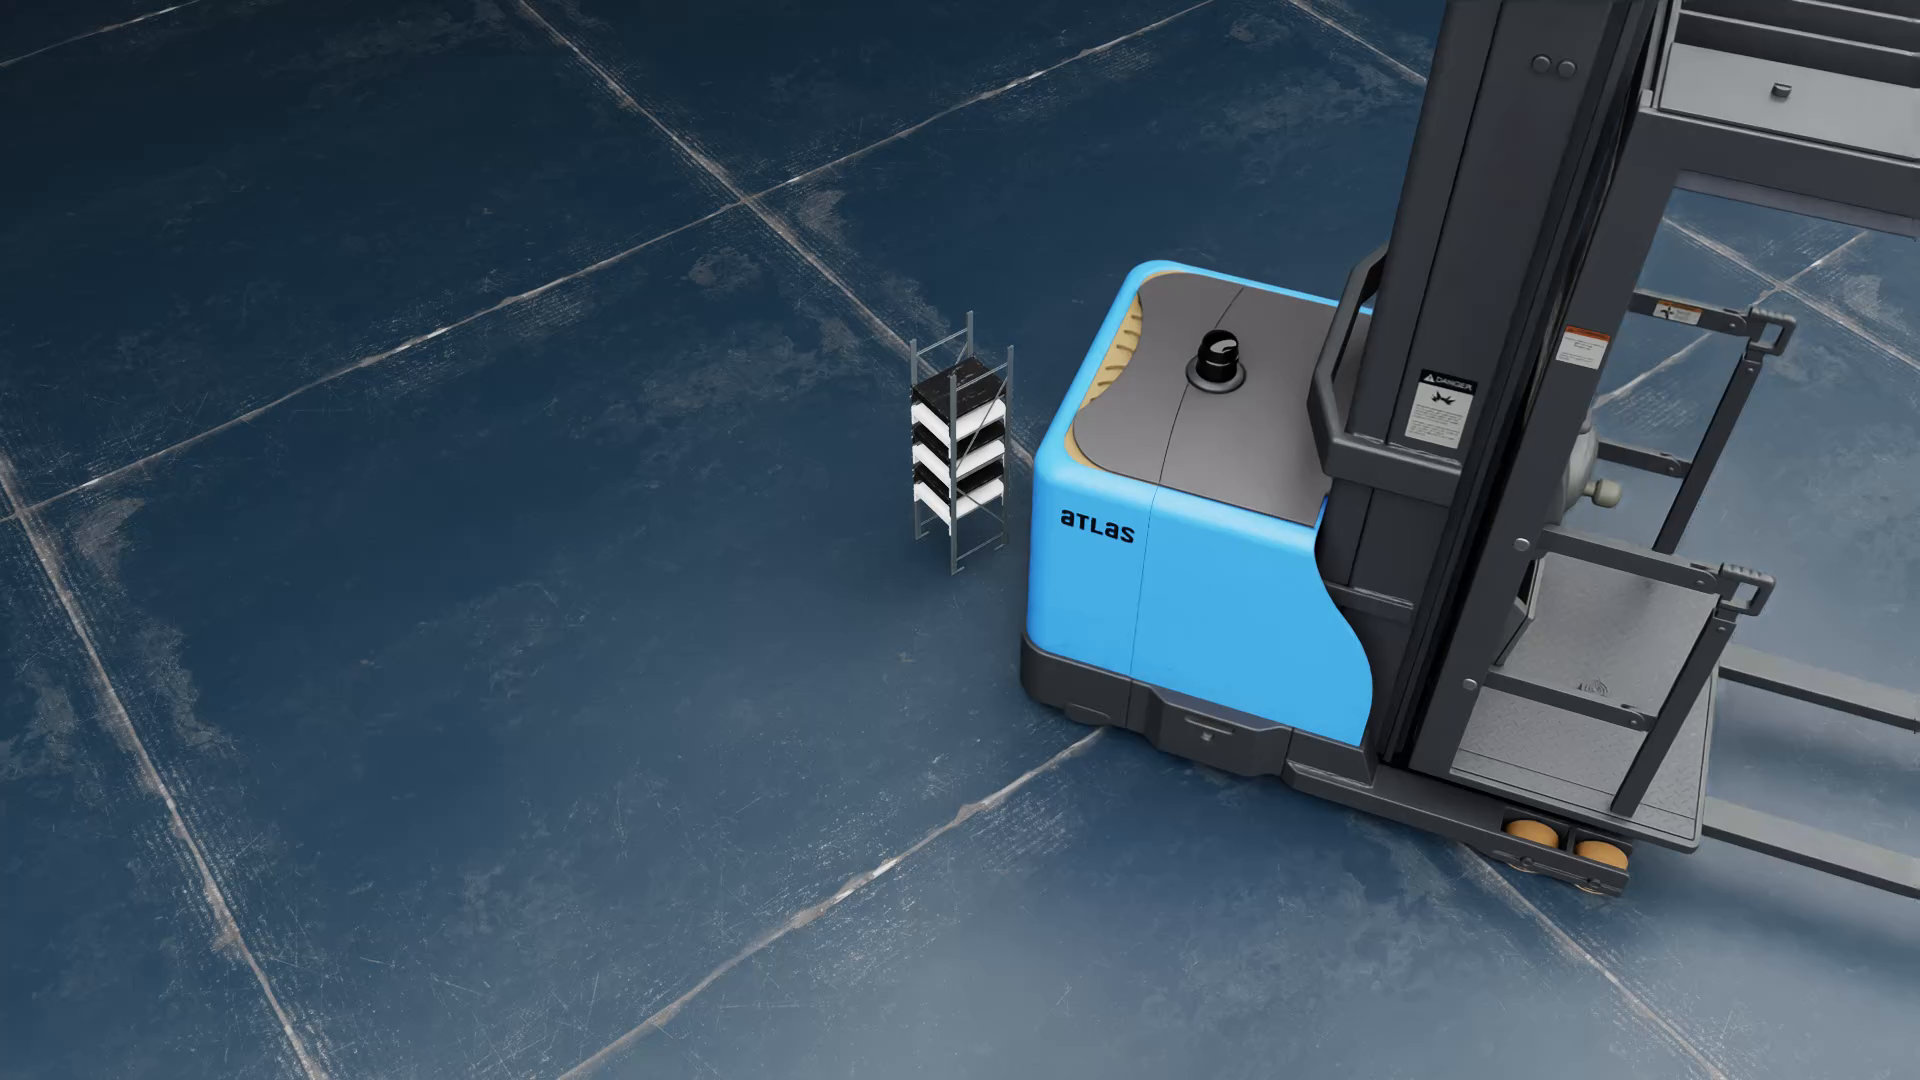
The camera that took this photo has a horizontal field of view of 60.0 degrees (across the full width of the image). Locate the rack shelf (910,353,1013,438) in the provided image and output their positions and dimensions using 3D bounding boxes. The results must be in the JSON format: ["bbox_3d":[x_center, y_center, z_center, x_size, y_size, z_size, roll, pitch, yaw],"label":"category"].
[{"bbox_3d":[0.005,-0.456,5.237,0.258,0.077,0.200,-29,54,-24],"label":"rack shelf"}]

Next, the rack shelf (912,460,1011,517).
[{"bbox_3d":[0.005,-0.215,5.504,0.258,0.077,0.200,-29,54,-24],"label":"rack shelf"}]

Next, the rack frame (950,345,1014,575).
[{"bbox_3d":[0.066,-0.237,5.358,0.240,0.900,0.006,-29,54,-24],"label":"rack frame"}]

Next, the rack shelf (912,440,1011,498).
[{"bbox_3d":[0.005,-0.275,5.437,0.258,0.077,0.200,-29,54,-24],"label":"rack shelf"}]

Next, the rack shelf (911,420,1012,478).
[{"bbox_3d":[0.005,-0.336,5.370,0.258,0.077,0.200,-29,54,-24],"label":"rack shelf"}]

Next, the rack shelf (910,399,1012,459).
[{"bbox_3d":[0.005,-0.396,5.304,0.258,0.077,0.200,-29,54,-24],"label":"rack shelf"}]

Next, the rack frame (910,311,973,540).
[{"bbox_3d":[-0.057,-0.357,5.467,0.240,0.900,0.006,-29,54,-24],"label":"rack frame"}]

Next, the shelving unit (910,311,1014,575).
[{"bbox_3d":[0.005,-0.297,5.412,0.258,0.900,0.210,-29,54,-24],"label":"shelving unit"}]

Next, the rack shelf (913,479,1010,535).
[{"bbox_3d":[0.005,-0.154,5.570,0.258,0.077,0.200,-29,54,-24],"label":"rack shelf"}]

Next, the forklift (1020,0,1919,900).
[{"bbox_3d":[1.759,-0.409,4.142,3.031,2.935,1.130,16,50,14],"label":"forklift"}]
